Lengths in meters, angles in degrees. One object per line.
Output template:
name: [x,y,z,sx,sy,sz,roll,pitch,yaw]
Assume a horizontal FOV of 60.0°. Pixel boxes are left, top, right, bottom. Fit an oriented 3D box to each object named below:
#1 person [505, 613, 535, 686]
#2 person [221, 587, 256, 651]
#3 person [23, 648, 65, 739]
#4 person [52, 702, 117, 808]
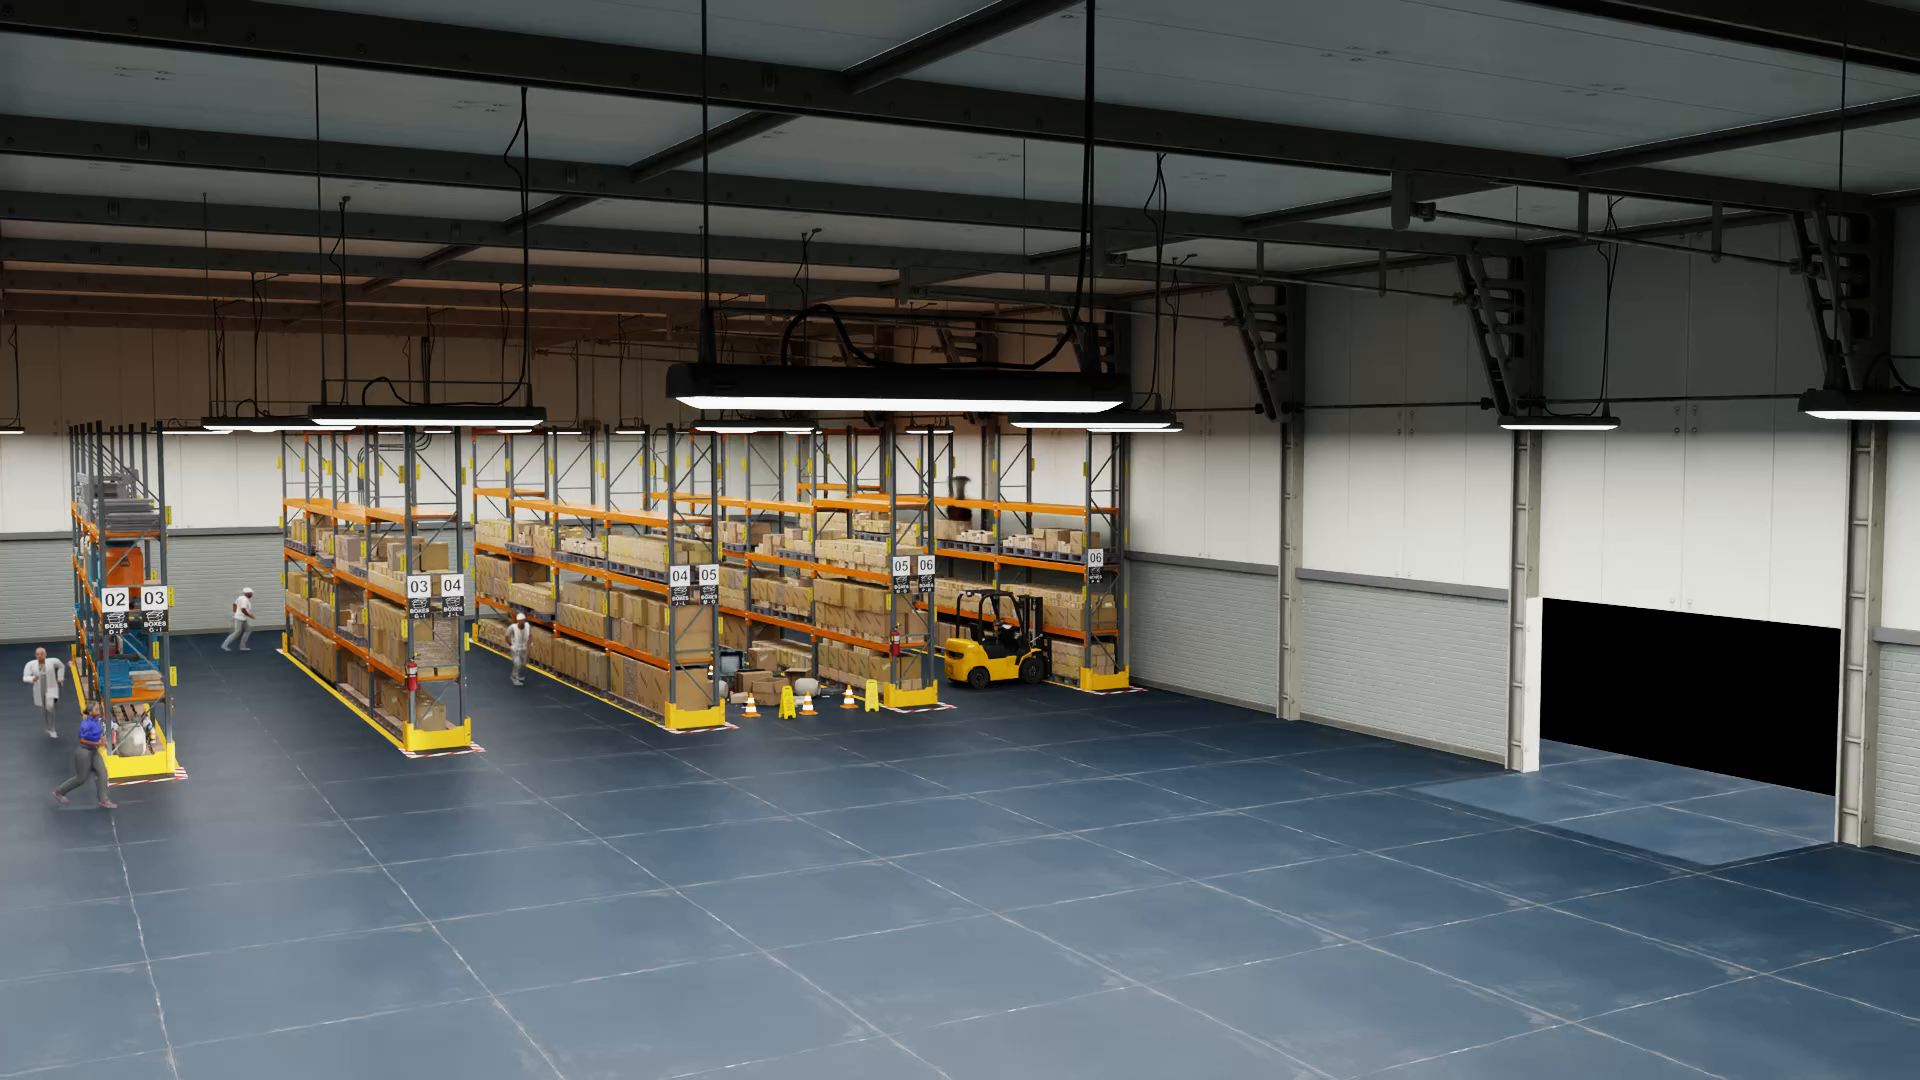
person: [-10.208,2.512,38.360,0.866,1.690,0.673,3,5,43]
person: [-19.274,2.128,44.391,0.878,1.704,0.679,-1,4,-21]
person: [-17.440,2.891,31.689,0.625,1.728,1.040,-1,4,-14]
person: [-13.483,3.328,25.610,0.923,1.645,0.539,0,4,-1]
